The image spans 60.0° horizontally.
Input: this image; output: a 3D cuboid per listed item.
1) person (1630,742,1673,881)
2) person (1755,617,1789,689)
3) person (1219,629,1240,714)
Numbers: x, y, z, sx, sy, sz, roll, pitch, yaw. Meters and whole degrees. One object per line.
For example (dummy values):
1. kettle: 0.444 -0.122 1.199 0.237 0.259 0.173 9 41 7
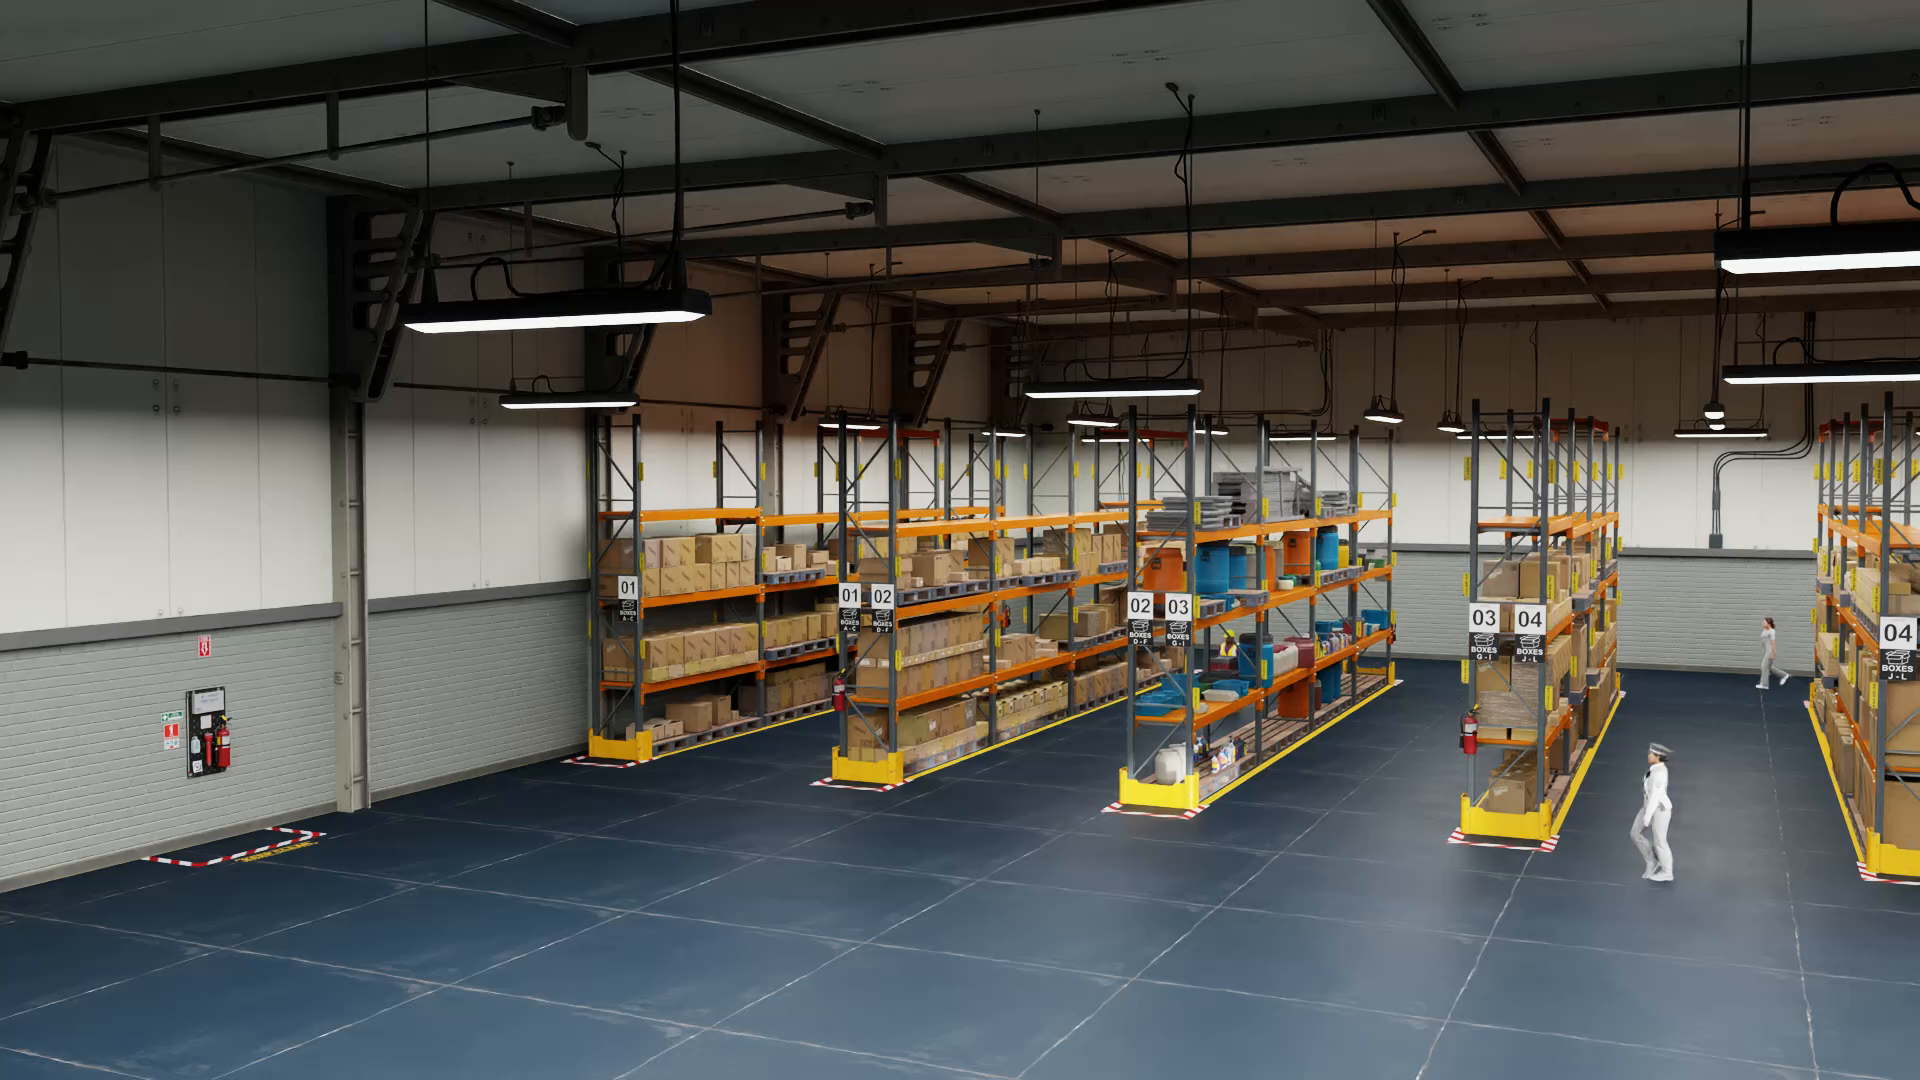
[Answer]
1. person: 8.455 3.324 20.248 0.451 1.716 0.465 0 2 1
2. person: 18.702 2.597 38.277 0.802 1.644 0.449 0 2 5
3. person: 5.513 2.719 34.030 0.622 1.775 0.705 2 3 35
